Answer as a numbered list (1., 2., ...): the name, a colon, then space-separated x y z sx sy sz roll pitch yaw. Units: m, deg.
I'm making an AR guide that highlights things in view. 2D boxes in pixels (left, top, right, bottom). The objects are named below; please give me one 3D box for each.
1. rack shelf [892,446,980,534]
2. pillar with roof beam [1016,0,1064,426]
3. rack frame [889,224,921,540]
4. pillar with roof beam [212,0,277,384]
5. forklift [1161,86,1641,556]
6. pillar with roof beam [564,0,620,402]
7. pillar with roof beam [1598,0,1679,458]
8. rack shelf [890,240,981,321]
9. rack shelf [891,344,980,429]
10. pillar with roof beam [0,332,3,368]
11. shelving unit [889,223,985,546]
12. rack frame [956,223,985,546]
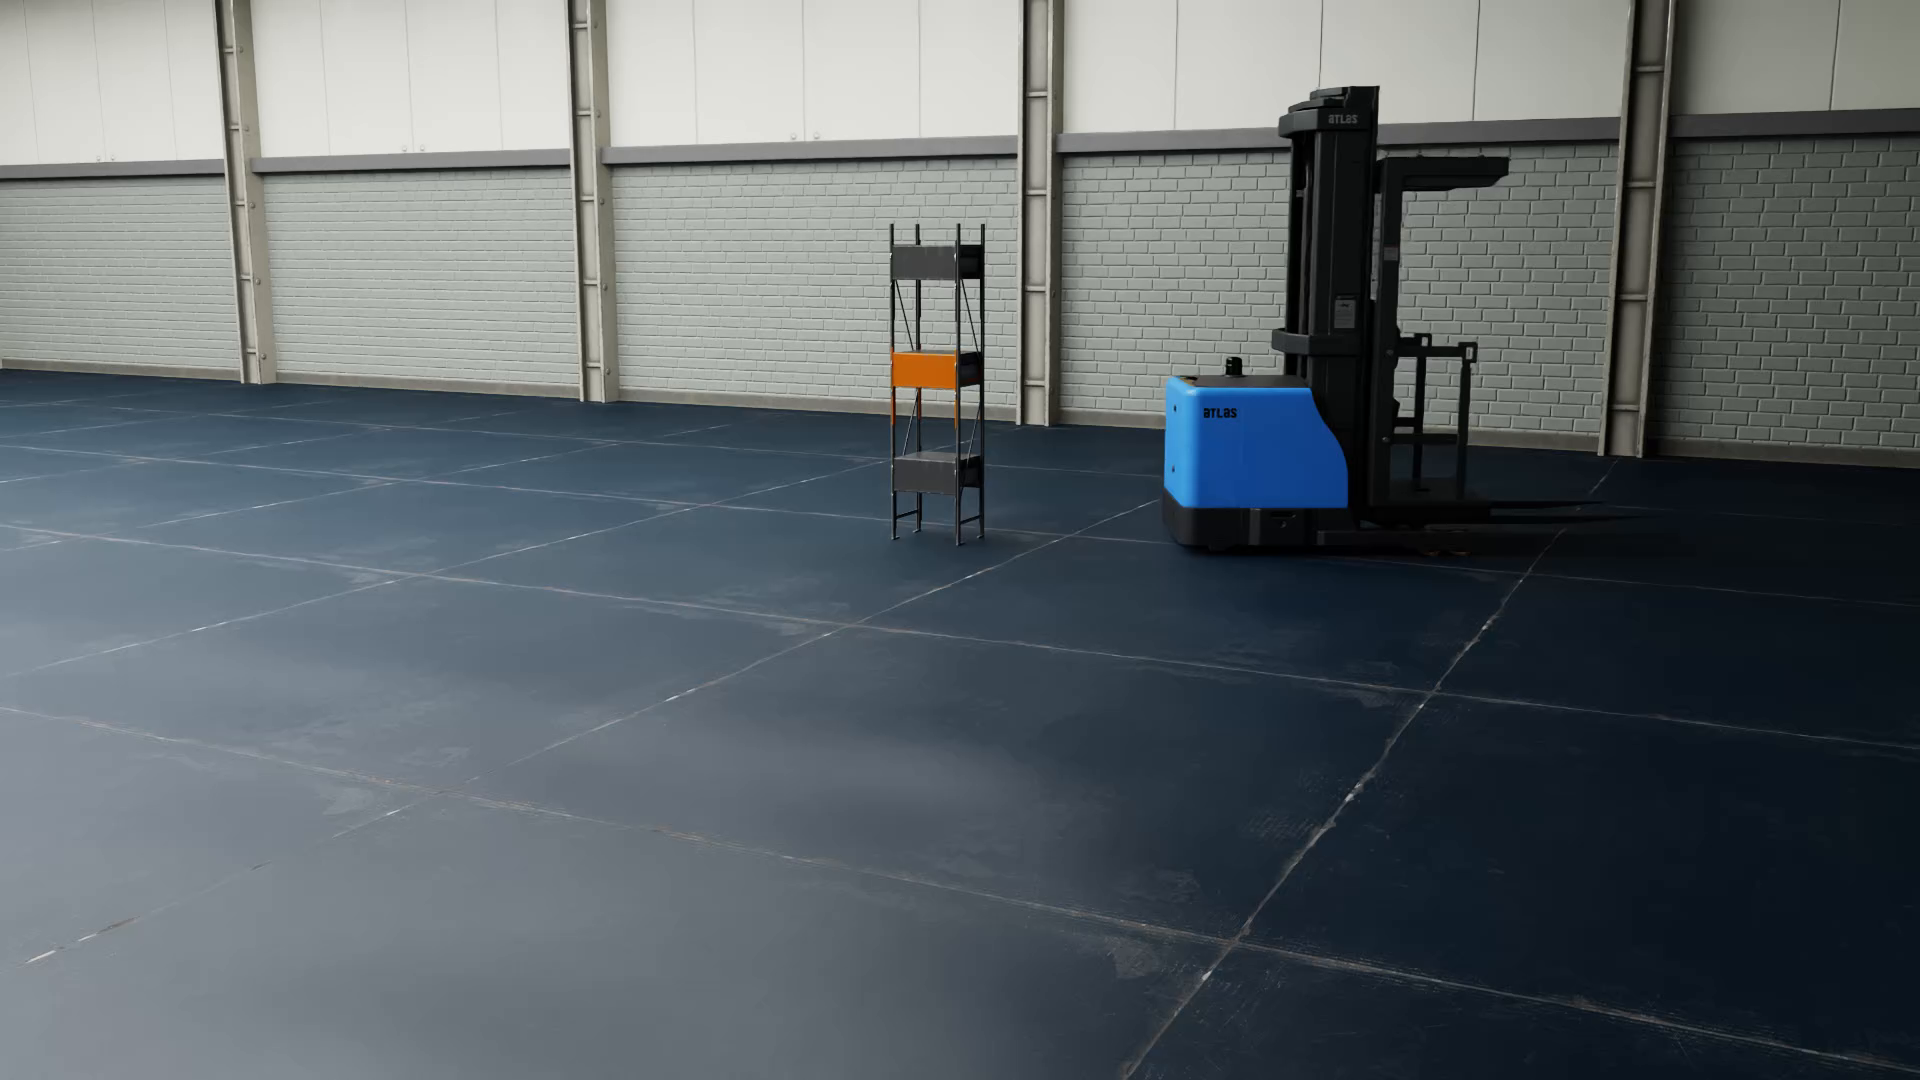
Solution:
1. rack shelf: -0.148 -0.344 11.242 0.480 0.518 0.431 5 11 26
2. pillar with roof beam: -1.047 -5.018 13.689 0.400 9.000 9.100 5 11 26
3. rack frame: -0.367 -1.065 11.222 0.015 2.100 0.400 5 11 26
4. pillar with roof beam: -11.809 -5.964 18.914 0.400 9.000 9.100 5 11 26
5. forklift: 2.922 -1.434 10.921 3.031 2.935 1.130 0 10 -1
6. pillar with roof beam: -6.428 -5.491 16.301 0.400 9.000 9.100 5 11 26
7. pillar with roof beam: 4.334 -4.545 11.077 0.400 9.000 9.100 5 11 26
8. rack shelf: -0.148 -1.722 10.993 0.480 0.518 0.431 5 11 26
9. rack shelf: -0.148 -1.033 11.118 0.480 0.518 0.431 5 11 26
10. pillar with roof beam: -17.189 -6.437 21.526 0.400 9.000 9.100 5 11 26
11. shelving unit: -0.148 -1.046 11.115 0.503 2.100 0.431 5 11 26
12. rack frame: 0.070 -1.027 11.009 0.015 2.100 0.400 5 11 26
